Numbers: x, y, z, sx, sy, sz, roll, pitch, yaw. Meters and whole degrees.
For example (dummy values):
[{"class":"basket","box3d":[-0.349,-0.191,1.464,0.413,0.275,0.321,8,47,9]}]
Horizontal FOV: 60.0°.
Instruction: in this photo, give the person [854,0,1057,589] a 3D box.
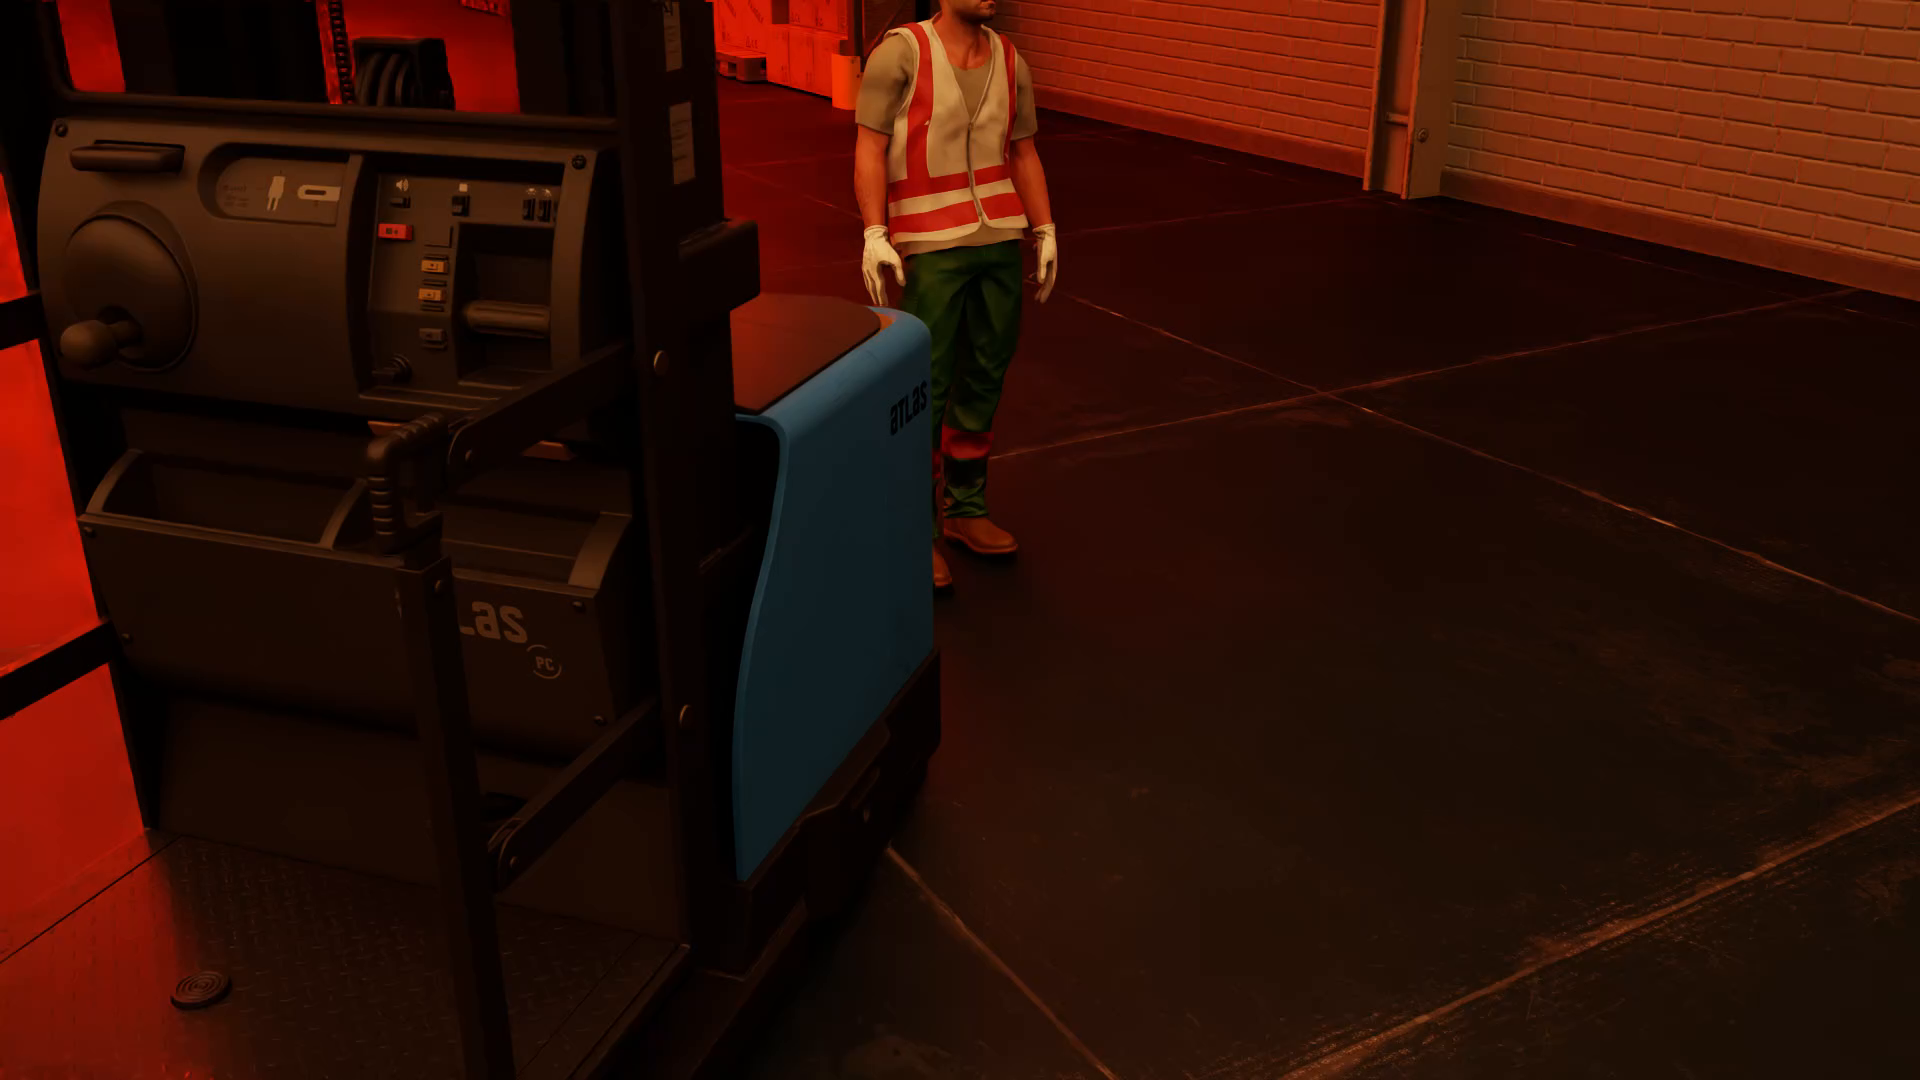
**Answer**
[{"class":"person","box3d":[0.030,-0.806,4.723,0.638,1.787,0.564,-12,25,-28]}]

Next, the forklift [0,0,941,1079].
[{"class":"forklift","box3d":[-1.001,-0.376,2.190,1.130,2.935,3.031,7,23,17]}]
